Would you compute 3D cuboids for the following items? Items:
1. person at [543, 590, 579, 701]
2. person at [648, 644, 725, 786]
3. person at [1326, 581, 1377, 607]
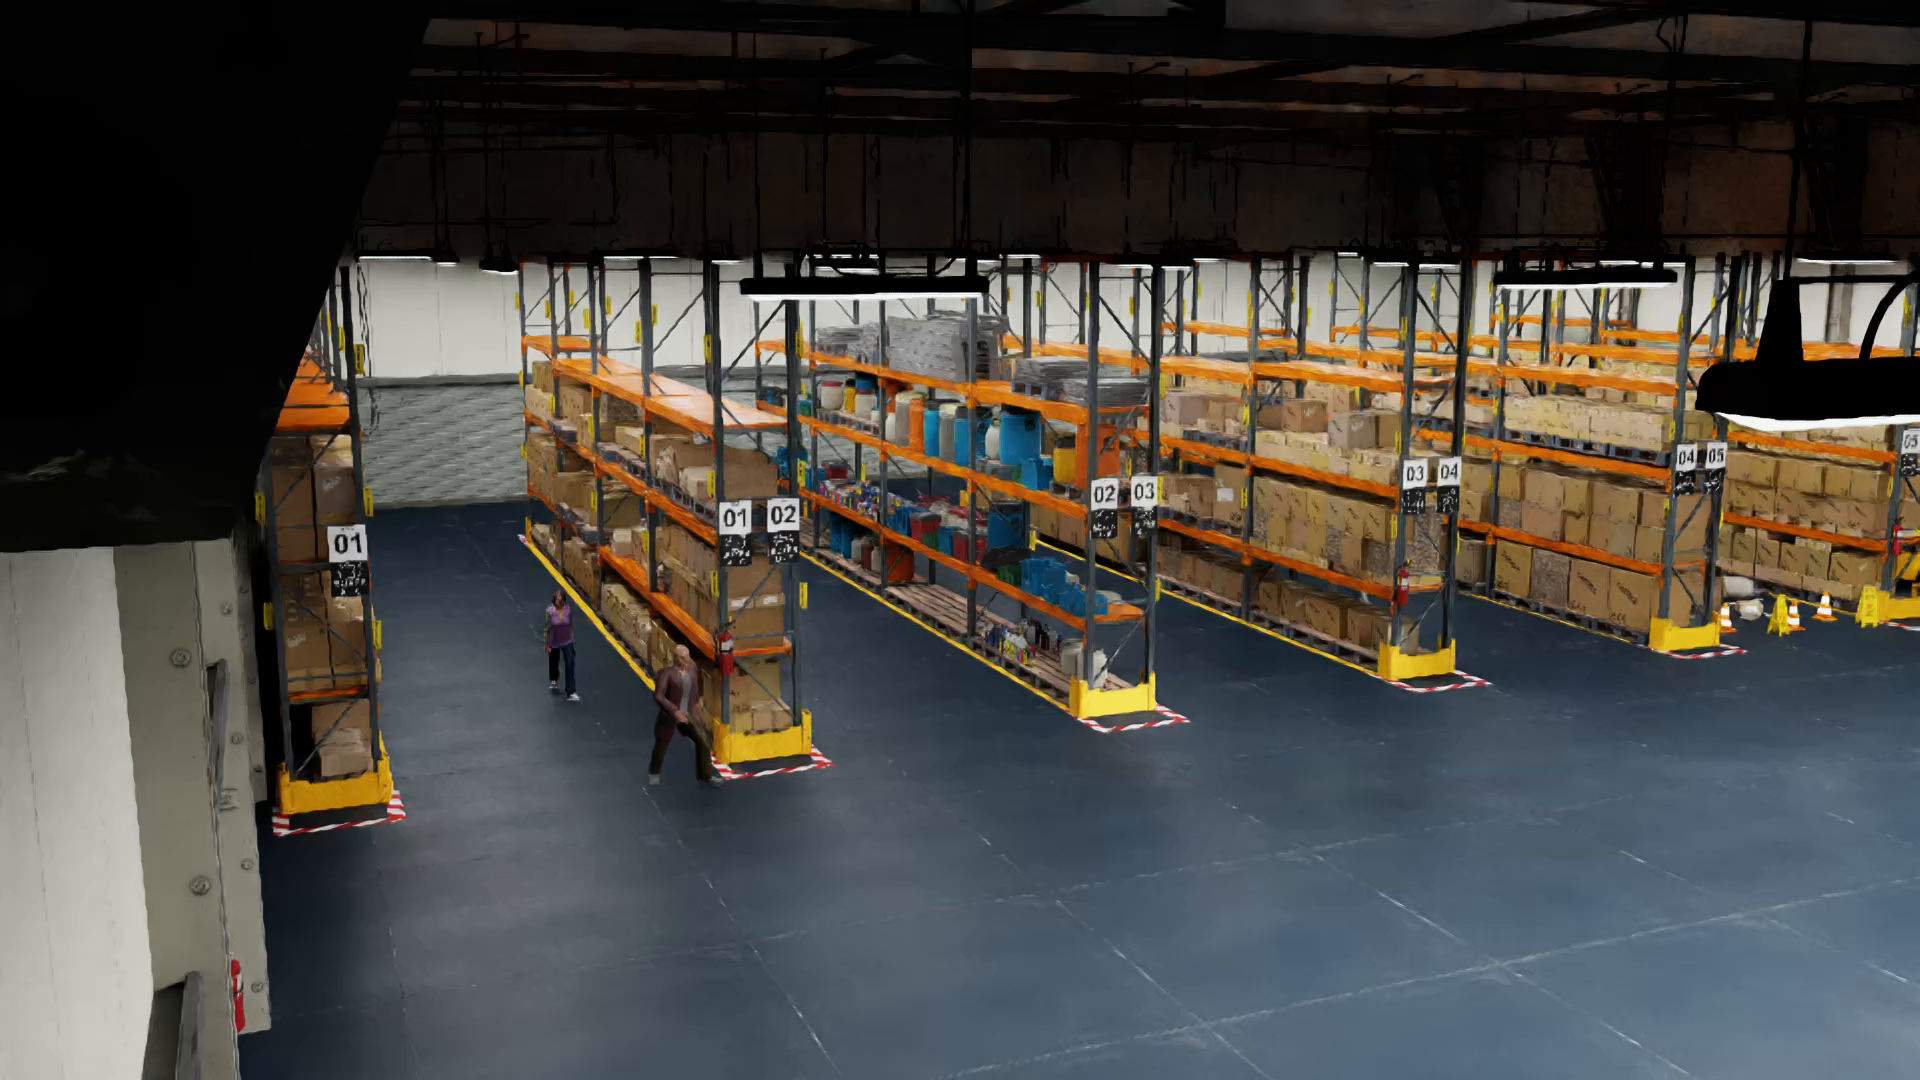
[{"bbox_3d":[-5.544,1.417,23.003,0.417,1.517,1.037,-4,11,-20],"label":"person"},{"bbox_3d":[-3.260,2.105,19.246,0.735,1.522,0.904,-8,13,-38],"label":"person"},{"bbox_3d":[6.681,0.374,28.524,0.656,1.597,0.818,-9,14,-40],"label":"person"}]
